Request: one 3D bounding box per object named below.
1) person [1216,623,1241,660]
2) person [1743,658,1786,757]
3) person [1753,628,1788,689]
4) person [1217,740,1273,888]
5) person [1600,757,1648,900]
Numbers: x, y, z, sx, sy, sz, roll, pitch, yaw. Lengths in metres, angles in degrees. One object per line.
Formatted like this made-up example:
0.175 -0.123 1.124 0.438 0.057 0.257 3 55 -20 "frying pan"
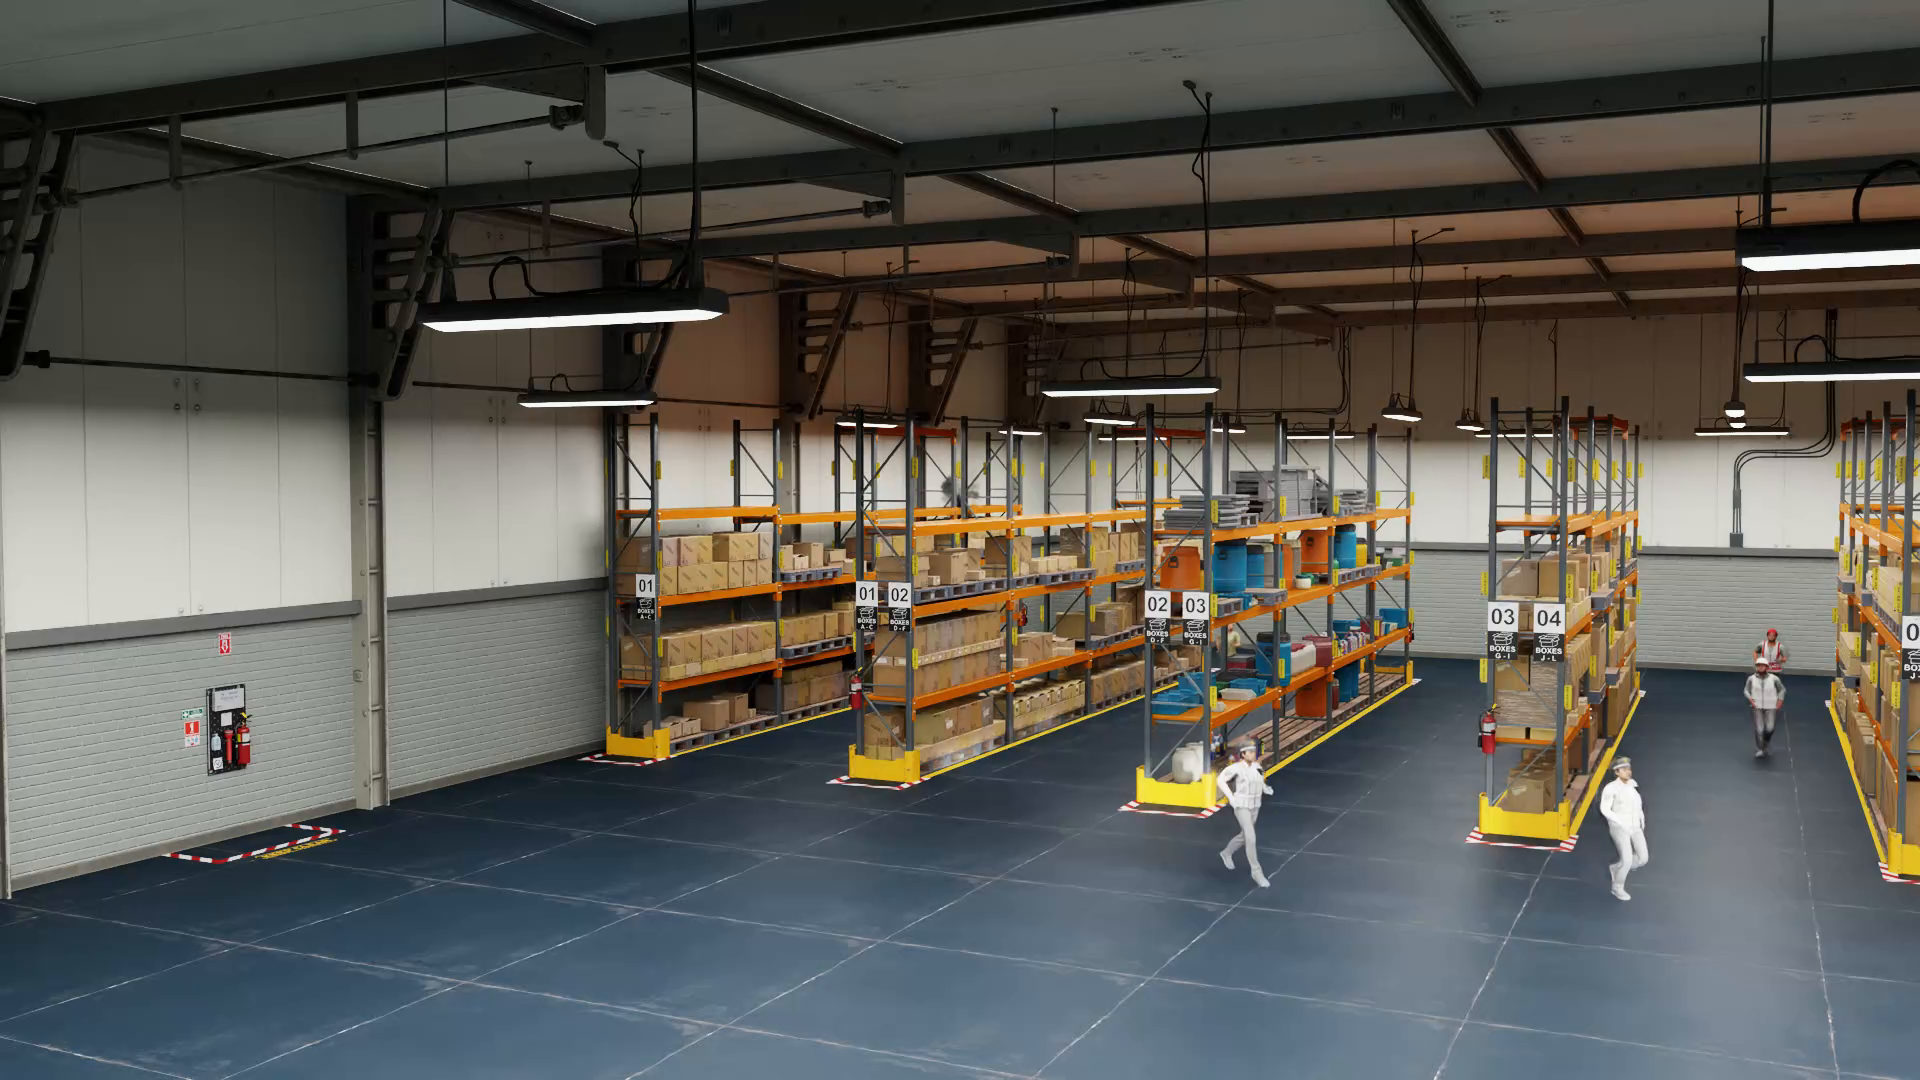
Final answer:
5.973 2.614 36.980 0.551 1.706 0.762 0 2 10 "person"
13.989 2.918 28.948 0.670 1.729 0.521 1 3 29 "person"
16.455 2.694 33.766 0.631 1.805 0.728 1 3 24 "person"
3.497 3.294 20.293 0.611 1.719 0.886 -2 3 -36 "person"
7.785 3.360 19.436 0.623 1.662 0.473 -1 3 -21 "person"
